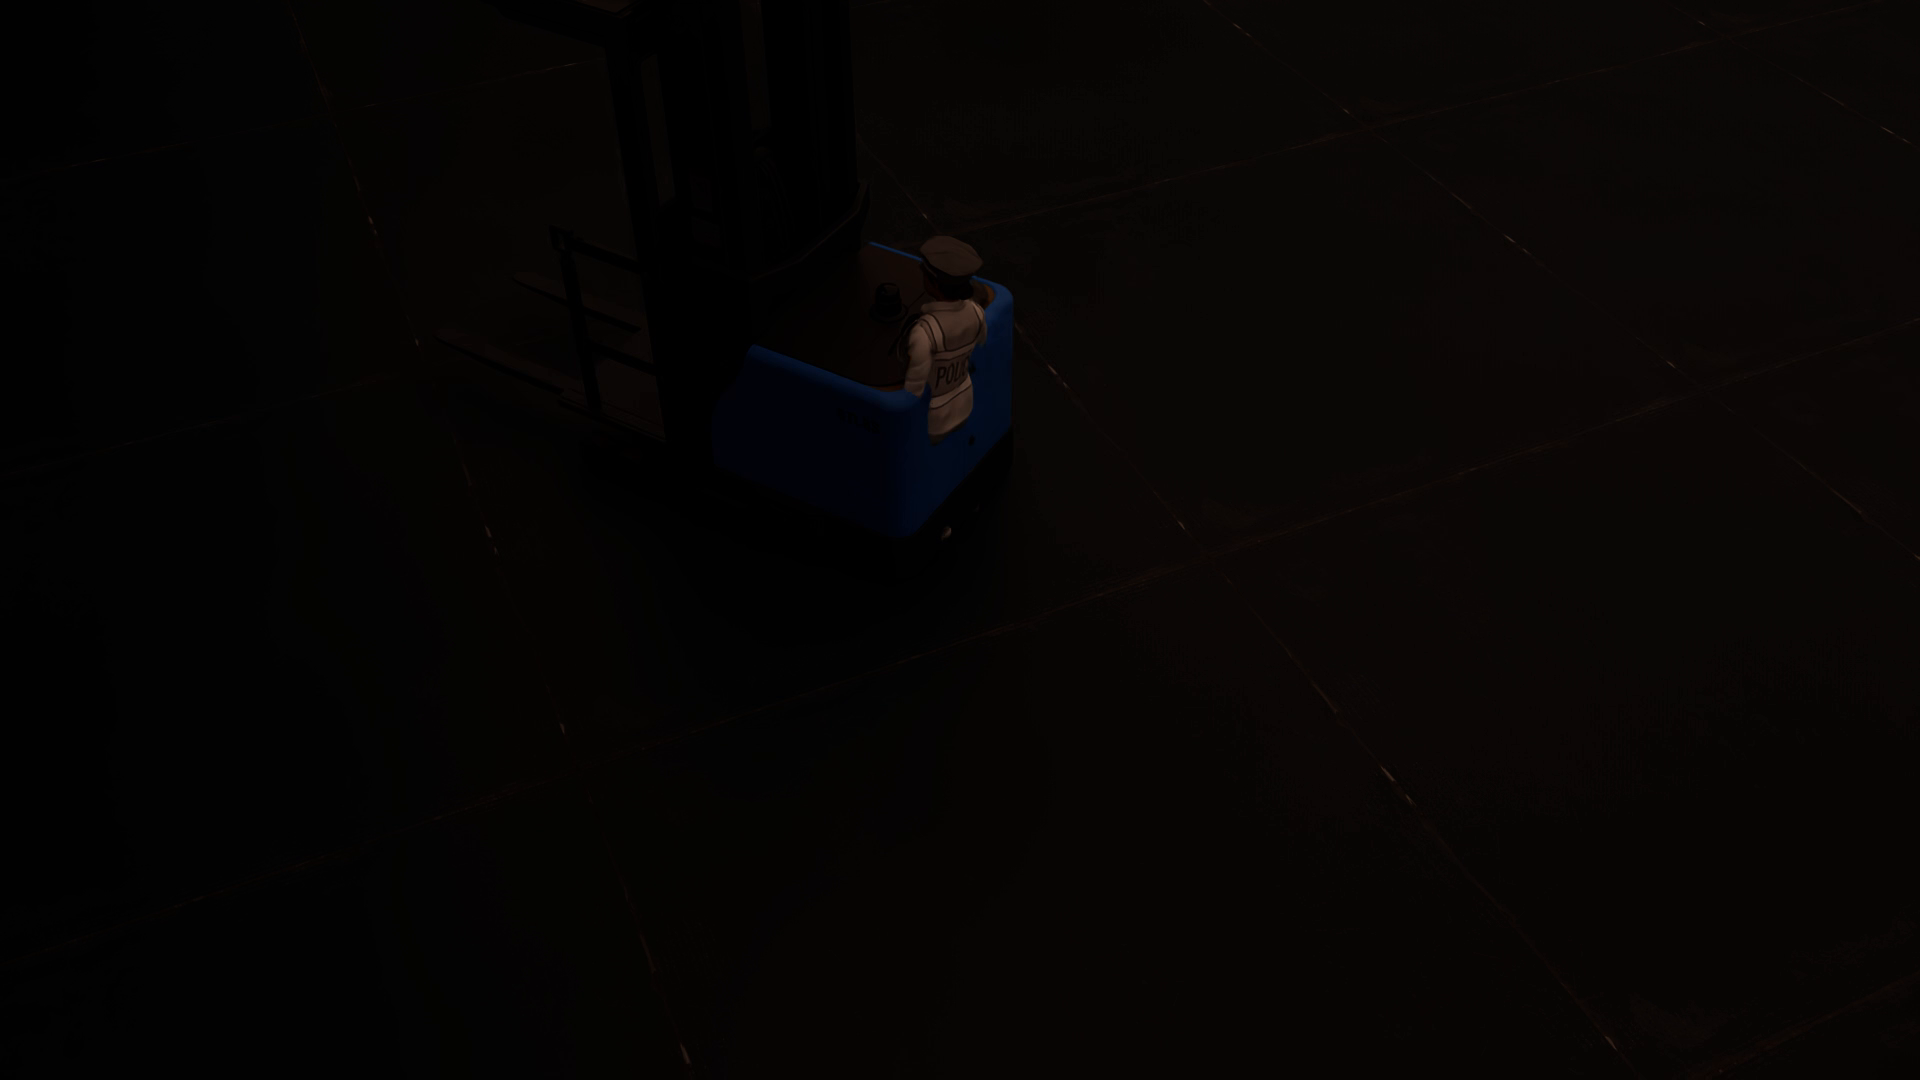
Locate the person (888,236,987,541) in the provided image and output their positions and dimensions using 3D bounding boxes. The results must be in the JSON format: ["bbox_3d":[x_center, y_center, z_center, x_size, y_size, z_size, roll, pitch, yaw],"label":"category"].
[{"bbox_3d":[-0.120,-0.642,7.356,0.432,1.582,0.740,28,50,27],"label":"person"}]

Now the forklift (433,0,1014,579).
[{"bbox_3d":[-1.274,-1.648,7.446,3.031,2.935,1.130,22,47,22],"label":"forklift"}]
